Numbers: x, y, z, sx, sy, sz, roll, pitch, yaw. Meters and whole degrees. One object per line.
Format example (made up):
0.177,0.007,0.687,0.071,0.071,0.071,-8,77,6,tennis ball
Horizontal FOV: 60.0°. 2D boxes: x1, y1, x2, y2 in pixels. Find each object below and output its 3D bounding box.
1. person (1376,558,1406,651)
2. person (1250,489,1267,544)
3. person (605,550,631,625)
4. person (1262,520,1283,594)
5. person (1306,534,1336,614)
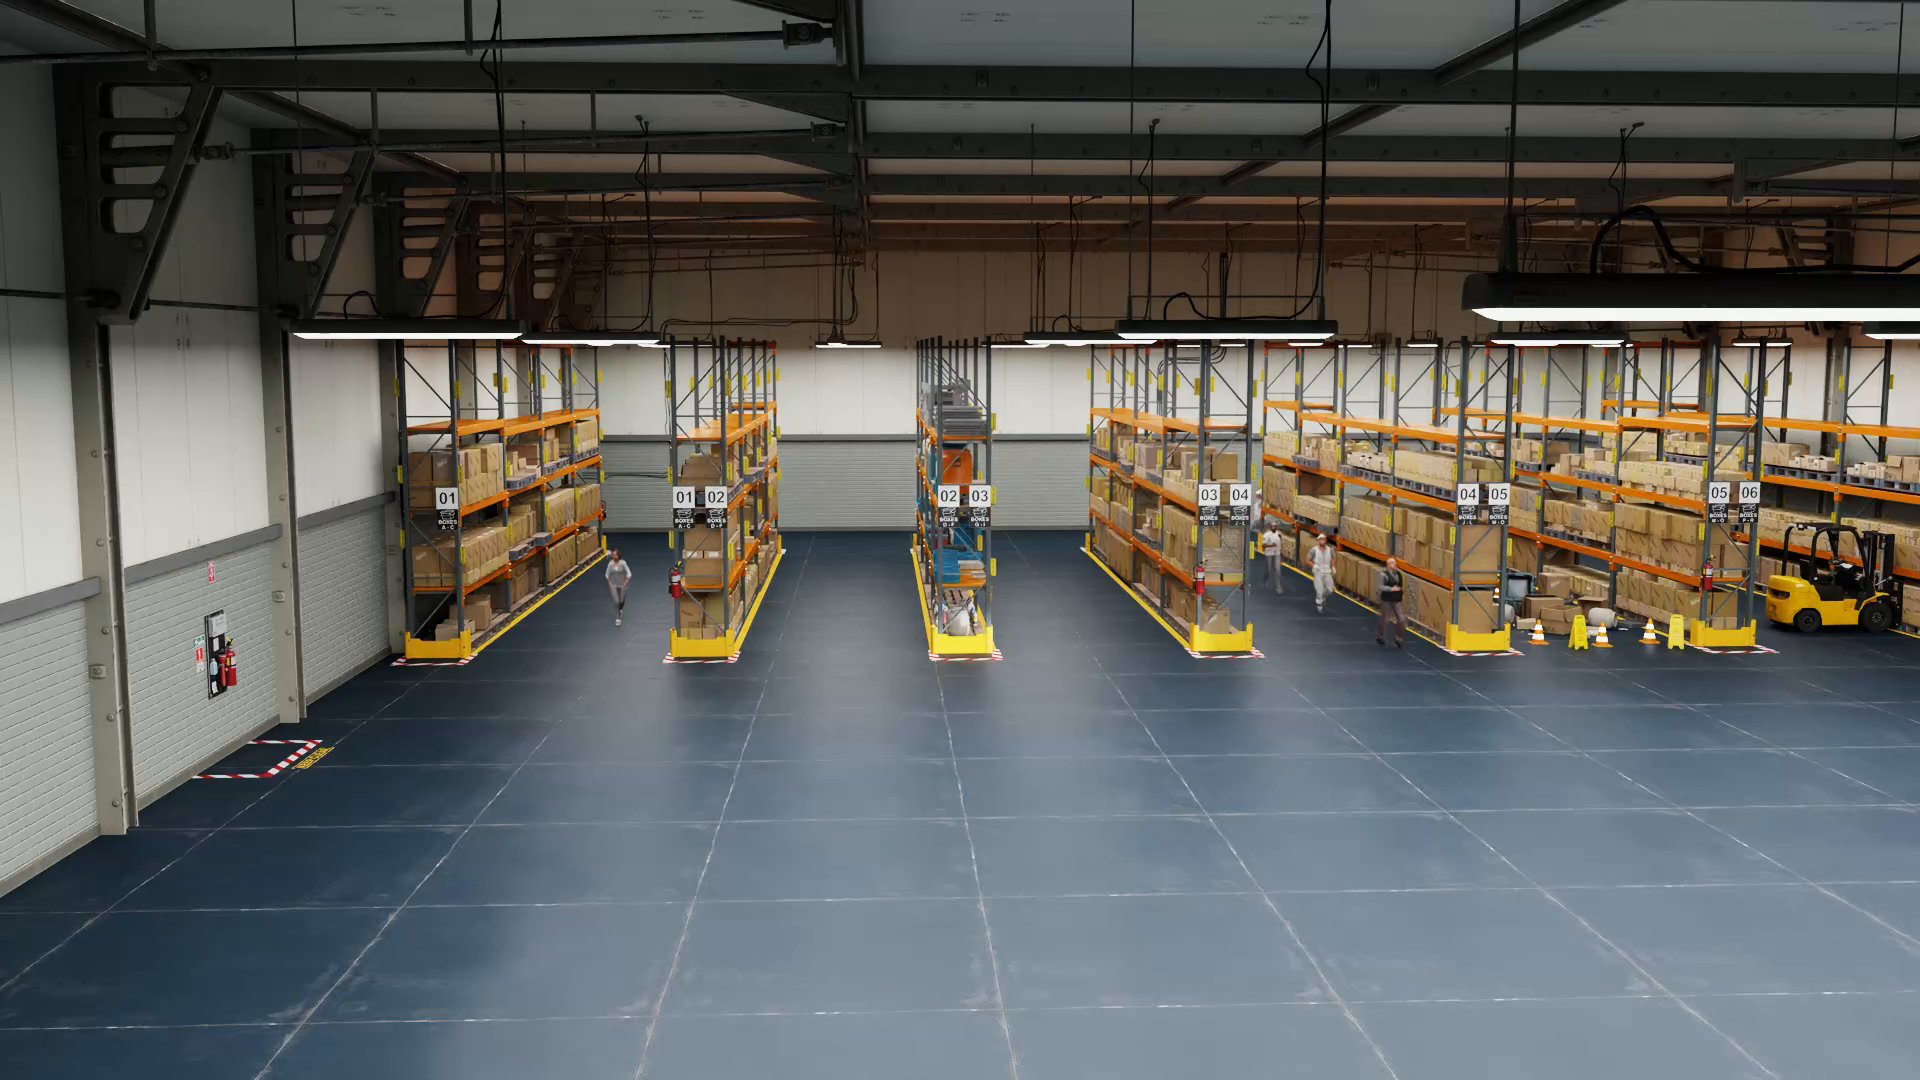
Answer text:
8.306,1.273,32.046,0.662,1.721,0.714,-2,7,-19,person
8.825,-0.684,49.169,0.547,1.680,0.765,0,6,3,person
-7.202,0.990,35.028,0.536,1.556,0.506,-1,7,-7,person
7.421,0.372,39.436,0.575,1.696,0.909,-1,7,-12,person
7.905,0.736,36.315,0.701,1.744,0.609,-1,7,-5,person
